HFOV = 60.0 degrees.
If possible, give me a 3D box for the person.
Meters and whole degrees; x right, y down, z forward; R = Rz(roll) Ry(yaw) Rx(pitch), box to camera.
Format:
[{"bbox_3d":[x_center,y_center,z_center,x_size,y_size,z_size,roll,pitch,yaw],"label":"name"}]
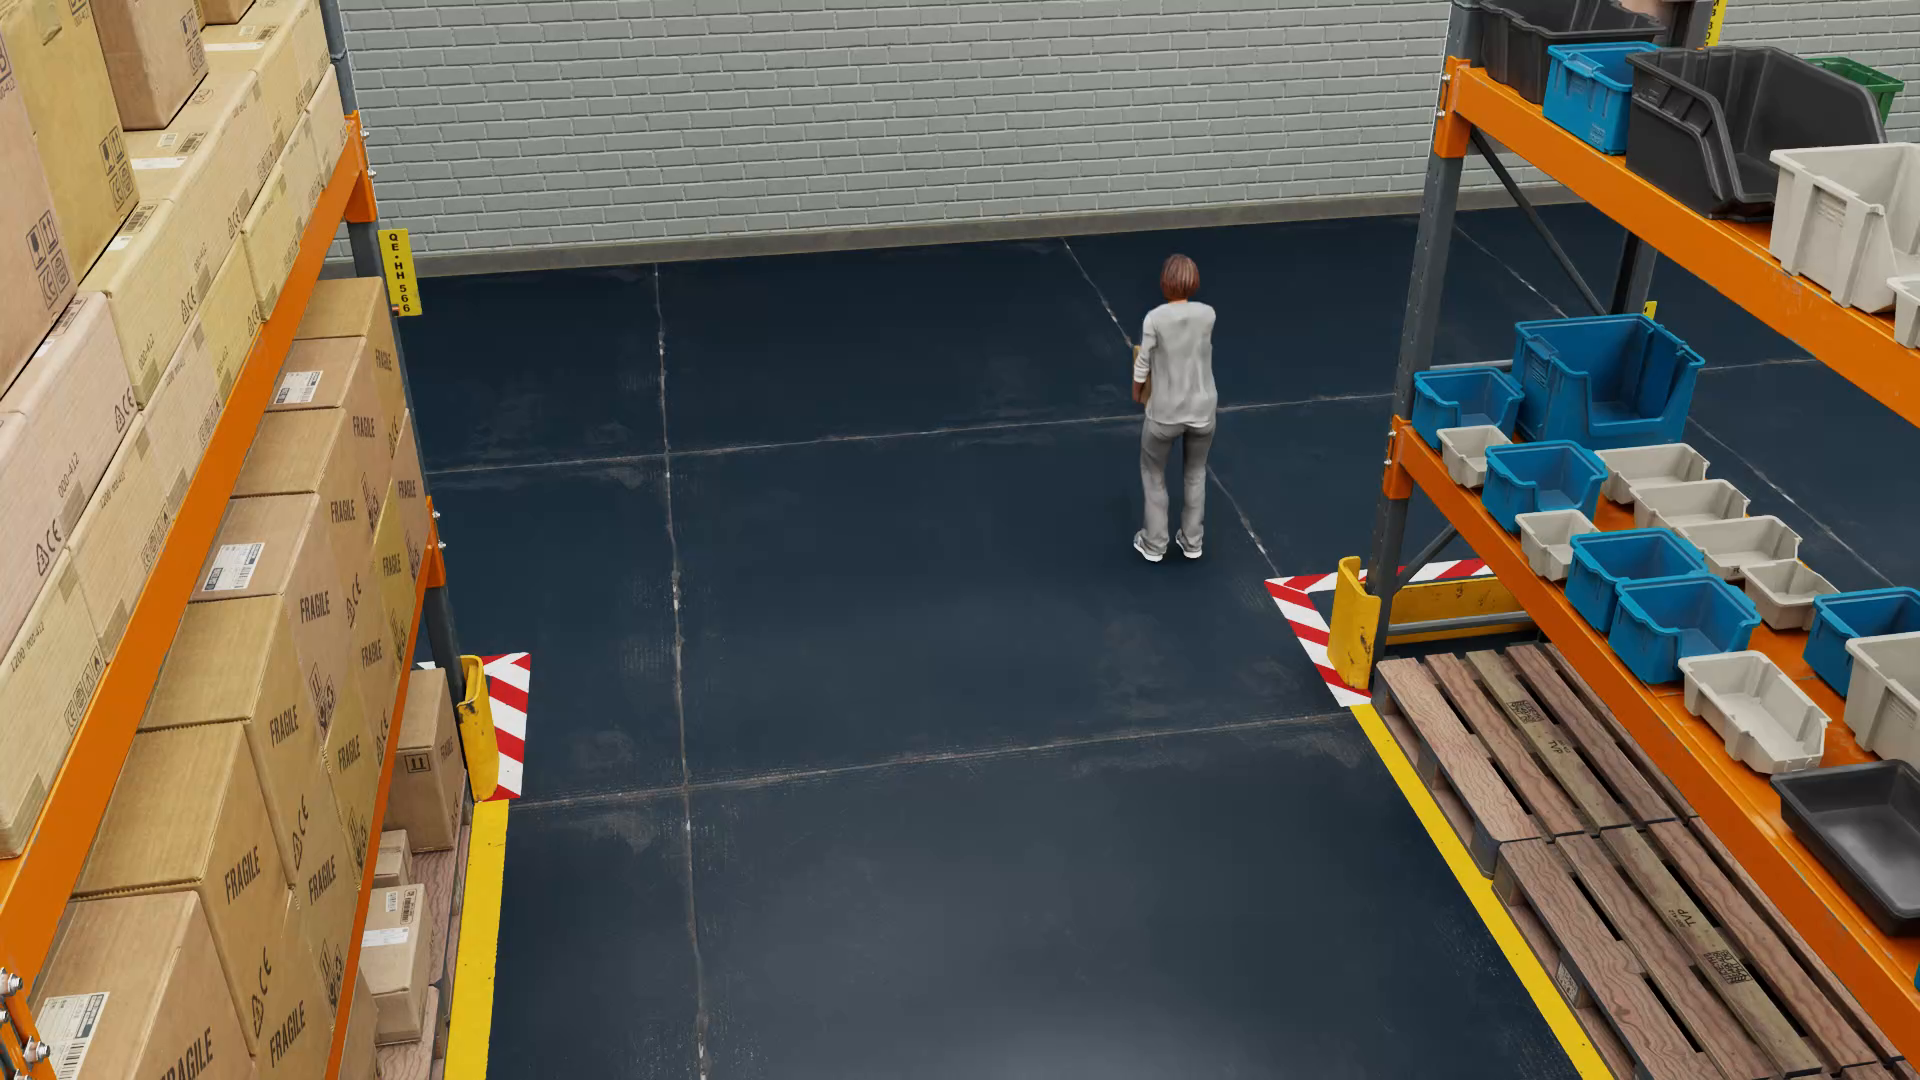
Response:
[{"bbox_3d":[1.058,-0.652,8.249,0.374,1.576,0.527,-6,32,-10],"label":"person"}]
